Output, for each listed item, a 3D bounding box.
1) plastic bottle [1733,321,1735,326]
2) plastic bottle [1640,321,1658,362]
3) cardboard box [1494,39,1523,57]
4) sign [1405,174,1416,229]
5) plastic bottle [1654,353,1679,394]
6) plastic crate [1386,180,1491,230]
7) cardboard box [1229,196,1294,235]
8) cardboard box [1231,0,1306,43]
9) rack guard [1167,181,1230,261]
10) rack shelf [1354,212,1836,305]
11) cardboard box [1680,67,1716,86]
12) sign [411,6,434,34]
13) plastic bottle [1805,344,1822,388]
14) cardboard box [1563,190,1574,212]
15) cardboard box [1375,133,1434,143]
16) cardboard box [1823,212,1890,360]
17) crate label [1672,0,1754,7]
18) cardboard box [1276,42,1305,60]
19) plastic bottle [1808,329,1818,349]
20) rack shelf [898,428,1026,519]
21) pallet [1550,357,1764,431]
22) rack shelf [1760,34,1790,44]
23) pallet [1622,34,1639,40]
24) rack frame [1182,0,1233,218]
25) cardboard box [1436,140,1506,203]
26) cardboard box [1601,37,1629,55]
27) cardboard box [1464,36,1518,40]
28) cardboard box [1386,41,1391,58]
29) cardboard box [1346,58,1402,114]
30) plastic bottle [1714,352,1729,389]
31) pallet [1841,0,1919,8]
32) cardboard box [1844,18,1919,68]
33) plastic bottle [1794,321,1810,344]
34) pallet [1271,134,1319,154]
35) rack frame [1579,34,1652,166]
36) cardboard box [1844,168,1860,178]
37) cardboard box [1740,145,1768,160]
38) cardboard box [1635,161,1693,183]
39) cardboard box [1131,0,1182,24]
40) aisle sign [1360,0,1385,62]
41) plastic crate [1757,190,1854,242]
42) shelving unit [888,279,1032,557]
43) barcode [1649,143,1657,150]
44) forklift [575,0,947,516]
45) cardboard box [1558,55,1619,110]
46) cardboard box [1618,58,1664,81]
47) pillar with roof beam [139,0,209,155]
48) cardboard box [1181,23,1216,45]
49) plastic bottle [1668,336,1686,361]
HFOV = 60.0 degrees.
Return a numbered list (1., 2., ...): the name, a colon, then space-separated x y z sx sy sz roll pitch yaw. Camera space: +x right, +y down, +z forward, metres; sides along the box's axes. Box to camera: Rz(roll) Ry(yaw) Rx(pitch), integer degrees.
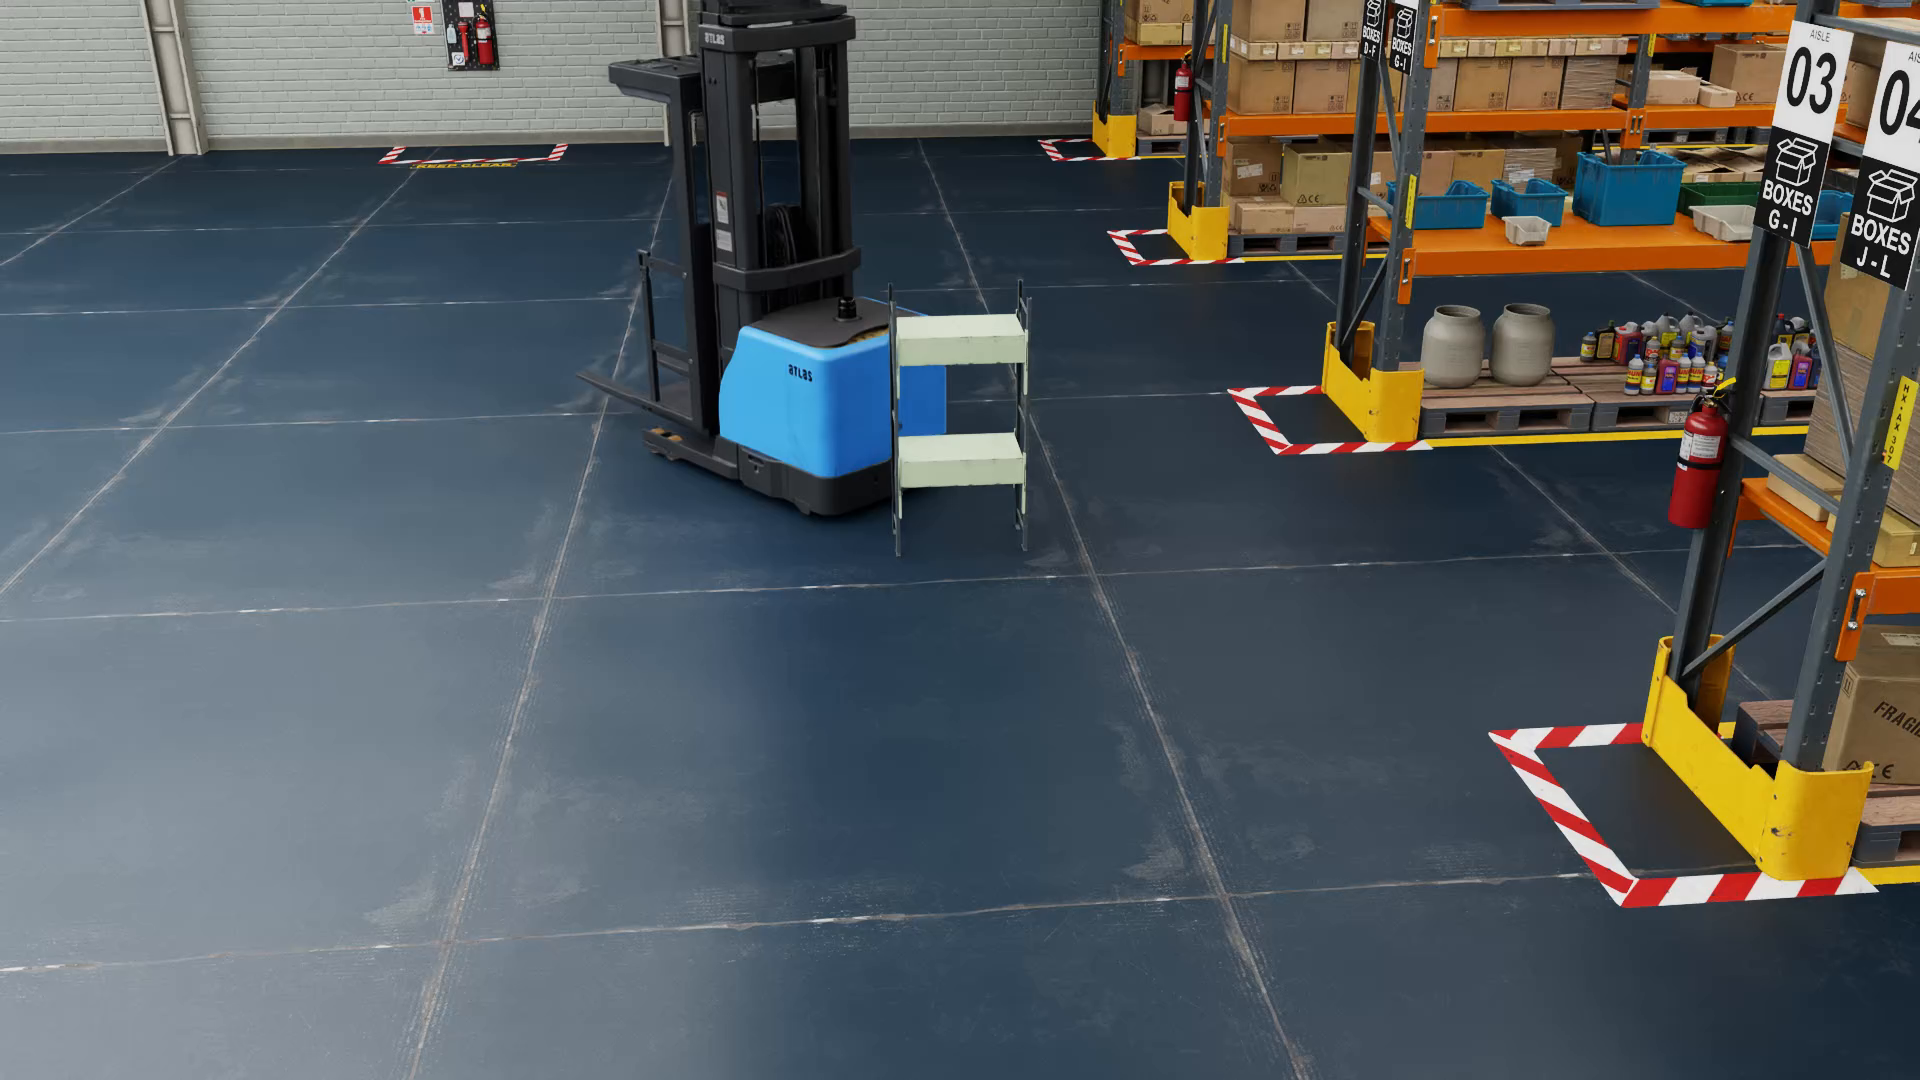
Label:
1. plastic bottle: 5.757 -1.521 12.198 0.185 0.351 0.144 -3 24 -7
2. plastic bottle: 4.984 -1.454 12.139 0.135 0.276 0.152 -3 24 -7
3. cardboard box: 5.043 -4.609 15.505 0.250 0.149 0.380 -2 24 -5
4. sign: 2.858 -2.146 10.545 0.005 0.325 0.100 -2 24 -5
5. plastic bottle: 4.870 -1.150 11.447 0.133 0.283 0.061 -2 24 -4
6. plastic crate: 3.277 -2.315 11.449 0.616 0.251 0.499 -2 24 -5
7. cardboard box: 2.880 -3.112 15.926 0.500 0.250 0.500 -2 24 -5
8. cardboard box: 2.843 -4.899 15.358 0.500 0.500 0.700 -2 24 -5
9. rack guard: 2.301 -3.101 16.112 0.348 0.500 1.175 -2 24 -5
10. rack shelf: 4.798 -1.993 11.427 4.000 0.370 1.077 -2 24 -5
11. cardboard box: 7.162 -4.452 16.239 0.258 0.266 0.396 -3 24 -6
12. sign: -6.549 -6.337 20.271 0.234 0.329 0.001 -2 24 -5
13. plastic bottle: 5.985 -1.243 11.572 0.185 0.351 0.144 -3 24 -8
14. cardboard box: 5.865 -3.233 16.199 0.500 0.250 0.500 -2 24 -5
15. cardboard box: 4.321 -3.730 16.393 0.500 0.500 0.500 -2 24 -5
16. cardboard box: 3.818 -1.001 6.588 0.500 0.500 0.500 -2 24 -5
17. crate label: 4.703 -3.486 10.390 0.408 0.251 0.502 -2 24 -5
18. cardboard box: 2.999 -4.527 15.320 0.250 0.149 0.380 -3 24 -7
19. plastic bottle: 6.327 -1.485 12.301 0.097 0.201 0.097 0 24 0
20. rack shelf: -0.007 -0.387 9.577 0.720 0.370 0.431 -2 24 -5
21. pallet: 4.899 -1.068 11.892 1.213 0.211 1.003 -2 24 -5
22. rack shelf: 11.786 -6.317 21.155 4.000 0.370 1.077 -2 24 -5
23. pallet: 7.829 -6.383 20.653 1.213 0.211 1.003 -2 24 -5
24. rack frame: 2.325 -4.245 15.607 0.127 3.000 1.000 -2 24 -5
25. cardboard box: 4.869 -3.539 15.964 0.500 0.500 0.500 -2 24 -5
26. cardboard box: 6.056 -4.649 15.595 0.250 0.149 0.380 -2 24 -5
27. cardboard box: 4.863 -4.982 15.545 0.500 0.500 0.700 -2 24 -5
28. cardboard box: 4.018 -4.568 15.411 0.250 0.149 0.380 -3 24 -6
29. cardboard box: 3.807 -4.344 15.707 0.500 0.500 0.700 -2 24 -5
30. plastic bottle: 5.285 -1.169 11.504 0.097 0.271 0.097 0 24 0
31. pallet: 6.080 -3.618 10.736 1.003 0.211 1.213 -2 24 -5
32. cardboard box: 3.540 -1.862 6.247 0.250 0.149 0.380 -2 24 -5
33. plastic bottle: 6.120 -1.459 12.143 0.133 0.283 0.061 -2 24 -5
34. pallet: 3.933 -5.041 20.832 1.213 0.211 1.003 -2 24 -5
35. rack frame: 6.305 -4.404 15.966 0.127 3.000 1.000 -2 24 -5
36. cardboard box: 8.770 -3.593 16.318 0.500 0.311 0.500 -2 24 -5
37. cardboard box: 8.195 -3.789 16.759 0.500 0.311 0.500 -3 24 -6
38. cardboard box: 6.741 -3.512 16.136 0.500 0.311 0.500 -2 24 -5
39. cardboard box: 2.339 -6.428 19.755 0.500 0.500 0.500 -2 24 -5
40. aisle sign: 2.707 -3.547 10.837 0.004 0.787 0.394 -2 24 -5
41. plastic crate: 5.714 -2.180 11.145 0.616 0.251 0.499 -2 24 -5
42. shelving unit: -0.007 -0.685 9.445 0.755 1.500 0.431 -2 24 -5
43. barcode: 6.600 -3.744 15.833 0.075 0.075 0.001 -2 24 -5
44. forklift: -1.461 -1.988 10.614 1.130 2.935 3.031 -22 32 -40
45. cardboard box: 5.864 -4.430 15.900 0.500 0.500 0.700 -3 24 -7
46. cardboard box: 8.511 -5.920 20.989 0.500 0.250 0.500 -2 24 -4
47. pillar with roof beam: -9.073 -7.147 14.749 0.400 9.000 9.100 -2 24 -5
48. cardboard box: 2.866 -6.105 19.952 0.500 0.250 0.500 -3 24 -7
49. plastic bottle: 5.204 -1.381 12.067 0.097 0.201 0.097 0 24 0
